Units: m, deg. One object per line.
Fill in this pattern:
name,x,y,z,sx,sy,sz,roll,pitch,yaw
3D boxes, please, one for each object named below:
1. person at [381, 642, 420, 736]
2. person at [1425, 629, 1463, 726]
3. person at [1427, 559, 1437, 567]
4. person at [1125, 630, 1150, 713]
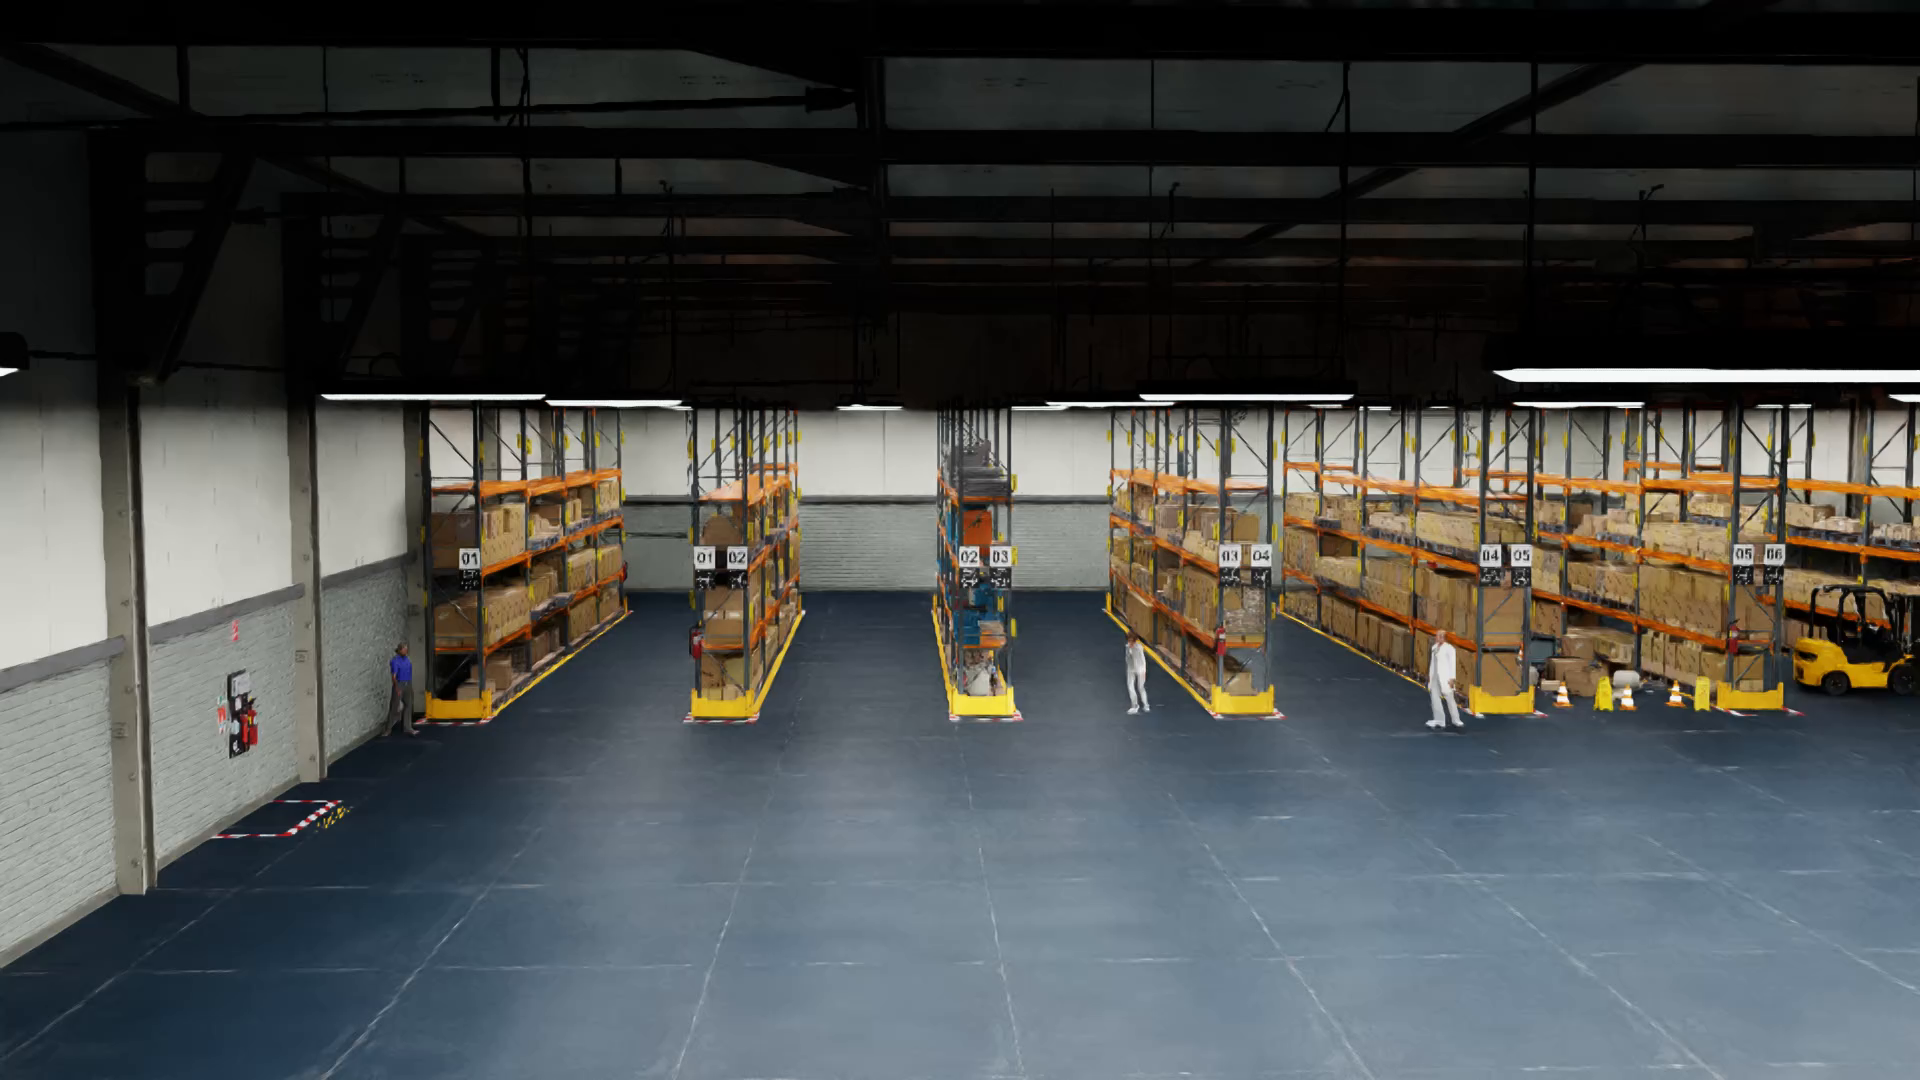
person,-9.926,2.631,29.364,0.431,1.659,0.649,2,5,28
person,8.825,2.571,30.298,0.577,1.640,0.690,-2,5,-29
person,13.276,1.237,46.946,0.634,1.715,0.780,-1,4,-7
person,3.379,2.494,31.647,0.468,1.586,0.509,3,5,36
